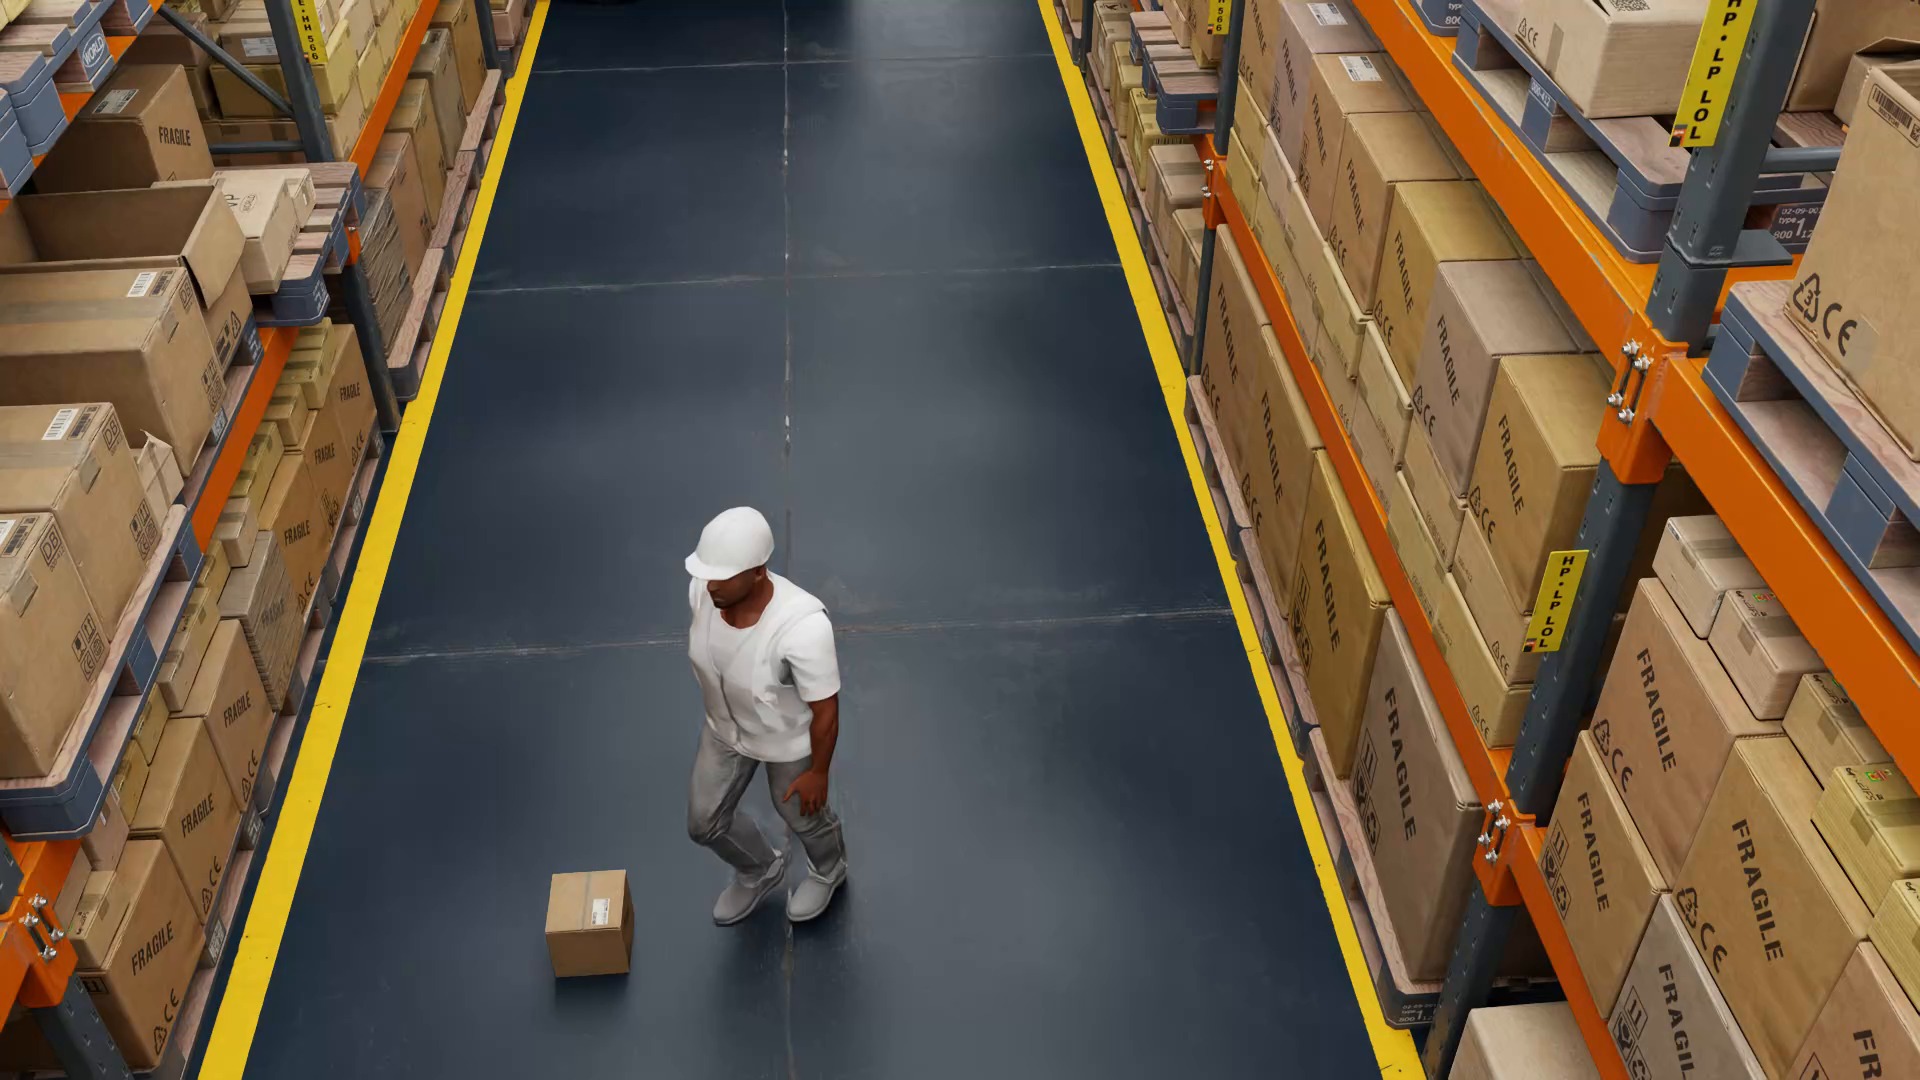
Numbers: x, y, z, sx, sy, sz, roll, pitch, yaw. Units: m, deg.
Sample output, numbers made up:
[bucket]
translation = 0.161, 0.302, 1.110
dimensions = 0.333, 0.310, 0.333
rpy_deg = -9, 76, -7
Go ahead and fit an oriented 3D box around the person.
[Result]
[person]
translation = -0.623, 0.618, 5.357
dimensions = 0.601, 1.777, 0.513
rpy_deg = 20, 43, 23
